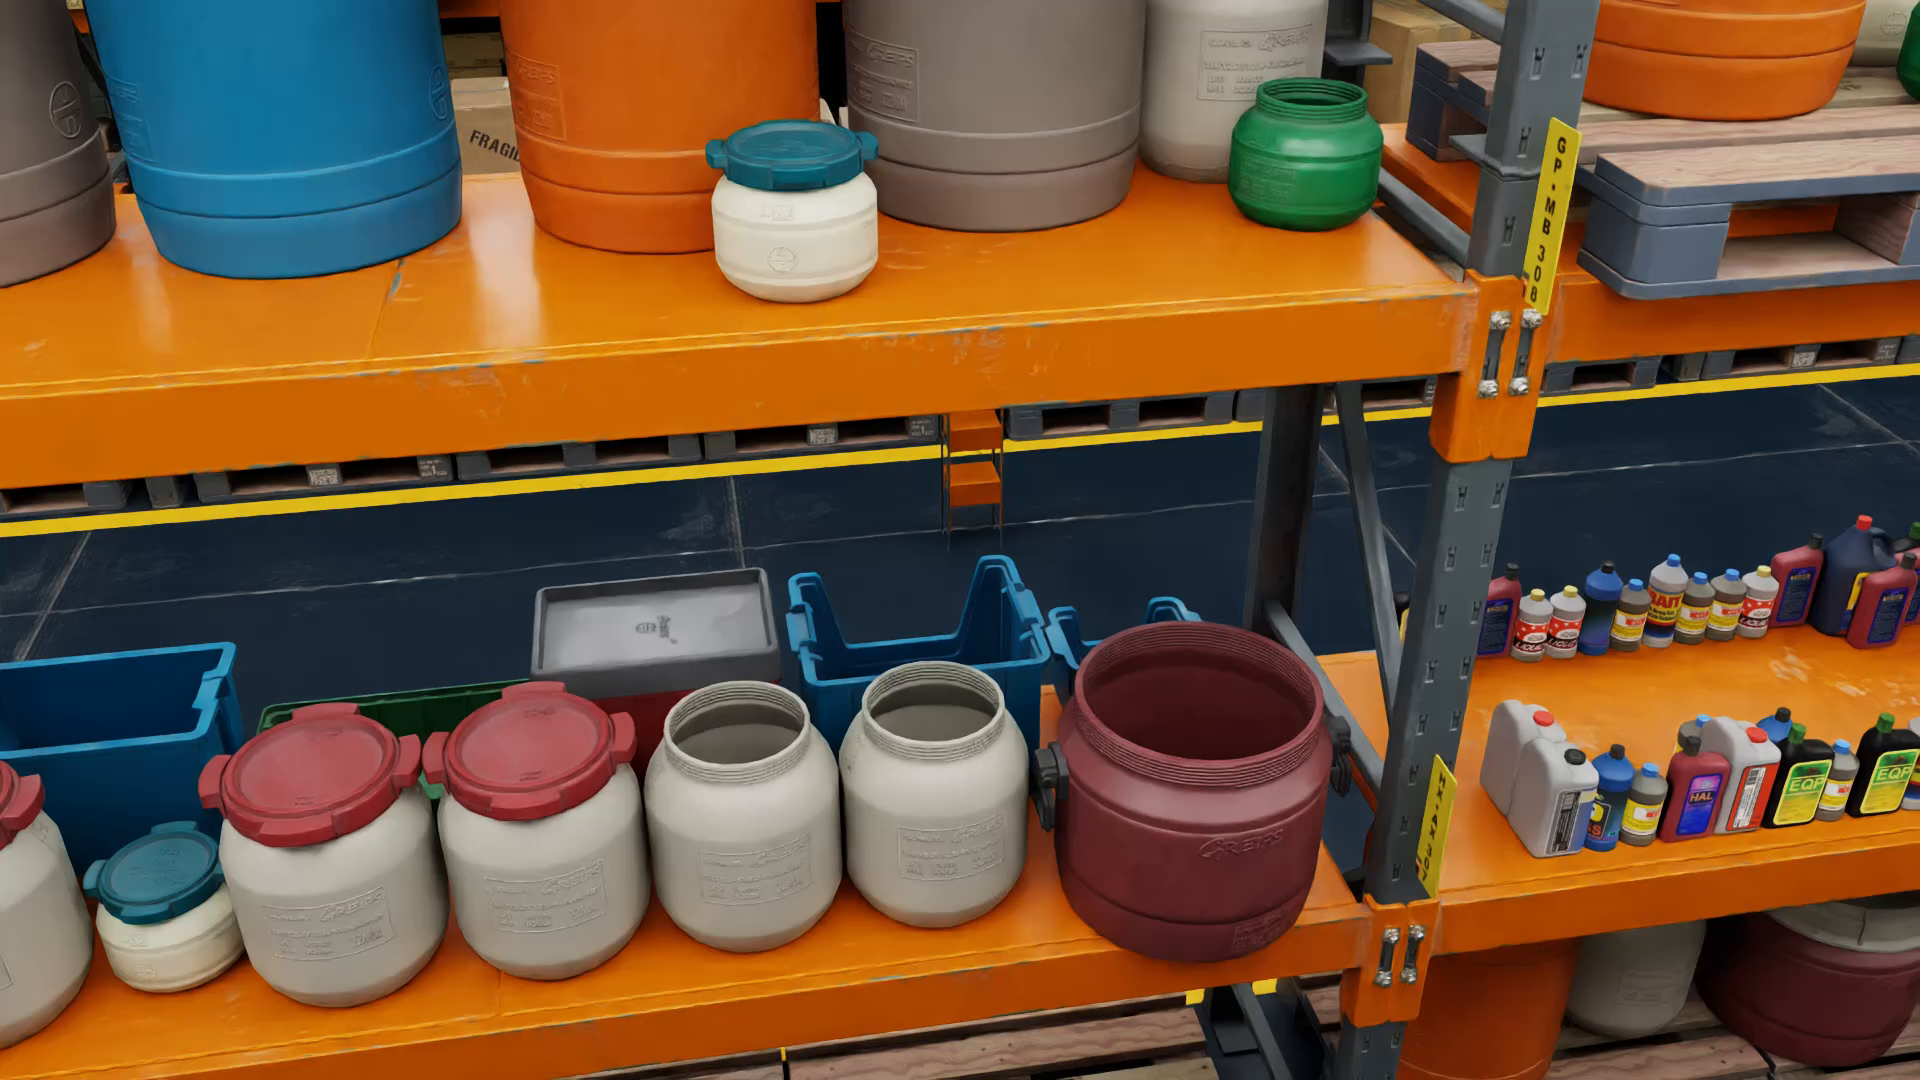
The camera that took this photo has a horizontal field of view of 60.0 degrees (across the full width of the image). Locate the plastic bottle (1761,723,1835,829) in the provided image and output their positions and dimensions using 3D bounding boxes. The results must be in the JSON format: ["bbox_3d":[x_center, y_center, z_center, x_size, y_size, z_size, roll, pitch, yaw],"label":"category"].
[{"bbox_3d":[1.995,0.556,3.960,0.133,0.283,0.061,-5,31,-9],"label":"plastic bottle"}]

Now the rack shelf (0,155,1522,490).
[{"bbox_3d":[-1.052,-0.385,3.195,4.000,0.370,1.077,-5,31,-9],"label":"rack shelf"}]

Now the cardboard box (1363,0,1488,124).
[{"bbox_3d":[2.235,-2.451,8.447,0.500,0.500,0.700,-13,33,-21],"label":"cardboard box"}]

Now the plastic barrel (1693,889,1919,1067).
[{"bbox_3d":[2.505,1.118,4.854,0.708,0.588,0.600,-5,31,-9],"label":"plastic barrel"}]

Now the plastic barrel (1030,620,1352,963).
[{"bbox_3d":[0.514,0.551,3.720,0.708,0.536,0.600,-5,31,-9],"label":"plastic barrel"}]

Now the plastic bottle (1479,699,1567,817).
[{"bbox_3d":[1.372,0.515,4.037,0.135,0.276,0.152,-5,31,-9],"label":"plastic bottle"}]

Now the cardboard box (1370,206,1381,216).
[{"bbox_3d":[1.965,-1.795,9.135,0.500,0.250,0.500,-6,31,-10],"label":"cardboard box"}]

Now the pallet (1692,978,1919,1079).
[{"bbox_3d":[2.881,1.415,5.135,1.213,0.211,1.003,-5,31,-9],"label":"pallet"}]

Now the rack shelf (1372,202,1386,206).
[{"bbox_3d":[1.995,-1.927,8.777,4.000,0.370,1.077,-5,31,-9],"label":"rack shelf"}]

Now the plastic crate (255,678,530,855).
[{"bbox_3d":[-1.357,0.573,4.026,0.662,0.188,0.450,-5,31,-9],"label":"plastic crate"}]

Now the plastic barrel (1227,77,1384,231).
[{"bbox_3d":[0.682,-0.762,3.281,0.294,0.245,0.294,0,30,0],"label":"plastic barrel"}]

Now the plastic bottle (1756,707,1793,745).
[{"bbox_3d":[1.963,0.523,4.028,0.097,0.271,0.097,0,30,0],"label":"plastic bottle"}]

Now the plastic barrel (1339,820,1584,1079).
[{"bbox_3d":[1.394,1.117,4.618,0.708,0.830,0.600,-5,31,-9],"label":"plastic barrel"}]

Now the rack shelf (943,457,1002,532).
[{"bbox_3d":[0.053,-0.209,7.638,0.240,0.259,0.215,-5,31,-9],"label":"rack shelf"}]

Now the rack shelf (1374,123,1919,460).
[{"bbox_3d":[2.883,-0.750,3.816,4.000,0.370,1.077,-5,31,-9],"label":"rack shelf"}]

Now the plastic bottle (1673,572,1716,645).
[{"bbox_3d":[2.059,0.185,4.672,0.097,0.201,0.097,0,30,0],"label":"plastic bottle"}]

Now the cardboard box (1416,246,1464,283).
[{"bbox_3d":[2.547,-1.257,8.961,0.500,0.500,0.500,-5,31,-8],"label":"cardboard box"}]

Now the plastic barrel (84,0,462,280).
[{"bbox_3d":[-1.271,-1.002,3.041,0.708,0.901,0.600,-5,31,-9],"label":"plastic barrel"}]

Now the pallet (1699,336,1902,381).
[{"bbox_3d":[4.638,-1.279,9.718,1.213,0.211,1.003,-5,31,-9],"label":"pallet"}]

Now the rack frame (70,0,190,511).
[{"bbox_3d":[-3.907,-1.689,7.663,0.127,3.000,1.000,-5,31,-9],"label":"rack frame"}]

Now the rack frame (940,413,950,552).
[{"bbox_3d":[-0.067,-0.446,7.473,0.008,1.050,0.200,-5,31,-9],"label":"rack frame"}]

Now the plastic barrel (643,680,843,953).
[{"bbox_3d":[-0.472,0.606,3.649,0.421,0.512,0.421,0,30,0],"label":"plastic barrel"}]

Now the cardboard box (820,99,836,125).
[{"bbox_3d":[-0.887,-2.031,8.332,0.500,0.311,0.500,-6,31,-10],"label":"cardboard box"}]

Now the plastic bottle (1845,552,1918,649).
[{"bbox_3d":[2.569,0.167,4.622,0.133,0.283,0.061,-5,31,-9],"label":"plastic bottle"}]

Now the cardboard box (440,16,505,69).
[{"bbox_3d":[-3.650,-3.711,12.395,0.500,0.250,0.500,-6,31,-10],"label":"cardboard box"}]

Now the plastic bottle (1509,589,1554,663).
[{"bbox_3d":[1.581,0.229,4.597,0.097,0.201,0.097,0,30,0],"label":"plastic bottle"}]

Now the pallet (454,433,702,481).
[{"bbox_3d":[-1.987,-0.687,8.710,1.213,0.211,1.003,-5,31,-9],"label":"pallet"}]

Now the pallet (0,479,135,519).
[{"bbox_3d":[-4.697,-0.435,8.282,1.213,0.211,1.003,-5,31,-9],"label":"pallet"}]

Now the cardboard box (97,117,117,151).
[{"bbox_3d":[-6.380,-2.983,12.243,0.250,0.149,0.380,-8,31,-13],"label":"cardboard box"}]

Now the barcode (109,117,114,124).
[{"bbox_3d":[-6.278,-3.113,12.353,0.075,0.075,0.001,-5,31,-9],"label":"barcode"}]

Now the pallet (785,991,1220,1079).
[{"bbox_3d":[0.147,1.669,4.703,1.213,0.211,1.003,-5,31,-9],"label":"pallet"}]

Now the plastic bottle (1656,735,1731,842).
[{"bbox_3d":[1.731,0.580,3.919,0.133,0.283,0.061,-5,31,-9],"label":"plastic bottle"}]

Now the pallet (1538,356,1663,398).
[{"bbox_3d":[3.169,-1.124,9.454,1.213,0.211,1.003,-5,31,-9],"label":"pallet"}]

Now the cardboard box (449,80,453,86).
[{"bbox_3d":[-2.631,-1.842,7.825,0.500,0.500,0.500,-3,31,-5],"label":"cardboard box"}]

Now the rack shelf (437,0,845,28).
[{"bbox_3d":[-2.836,-4.031,12.356,4.000,0.370,1.077,-5,31,-9],"label":"rack shelf"}]

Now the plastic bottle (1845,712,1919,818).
[{"bbox_3d":[2.222,0.535,3.996,0.133,0.283,0.061,-5,31,-9],"label":"plastic bottle"}]

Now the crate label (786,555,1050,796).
[{"bbox_3d":[-0.110,0.356,4.150,0.616,0.435,0.502,-5,31,-9],"label":"crate label"}]

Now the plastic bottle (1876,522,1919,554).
[{"bbox_3d":[2.674,0.083,4.765,0.133,0.283,0.061,-5,31,-9],"label":"plastic bottle"}]

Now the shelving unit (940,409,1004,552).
[{"bbox_3d":[0.053,-0.457,7.492,0.252,1.050,0.215,-5,31,-9],"label":"shelving unit"}]

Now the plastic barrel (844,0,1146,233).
[{"bbox_3d":[0.069,-1.127,3.253,0.600,0.901,0.600,0,30,0],"label":"plastic barrel"}]

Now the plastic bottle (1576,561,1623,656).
[{"bbox_3d":[1.772,0.181,4.609,0.097,0.271,0.097,0,30,0],"label":"plastic bottle"}]

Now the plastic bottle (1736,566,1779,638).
[{"bbox_3d":[2.251,0.167,4.703,0.097,0.201,0.097,0,30,0],"label":"plastic bottle"}]

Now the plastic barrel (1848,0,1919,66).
[{"bbox_3d":[1.944,-1.170,3.543,0.301,0.262,0.301,0,30,0],"label":"plastic barrel"}]

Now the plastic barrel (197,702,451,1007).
[{"bbox_3d":[-1.317,0.677,3.505,0.433,0.535,0.433,0,30,0],"label":"plastic barrel"}]

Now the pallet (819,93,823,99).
[{"bbox_3d":[-1.638,-3.251,13.071,1.213,0.211,1.003,-5,31,-9],"label":"pallet"}]

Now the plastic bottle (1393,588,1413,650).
[{"bbox_3d":[1.237,0.216,4.538,0.133,0.283,0.061,-5,31,-9],"label":"plastic bottle"}]

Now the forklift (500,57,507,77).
[{"bbox_3d":[-2.162,-2.988,9.940,1.130,2.935,3.031,-18,35,-28],"label":"forklift"}]

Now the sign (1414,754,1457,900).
[{"bbox_3d":[1.022,0.619,3.577,0.005,0.325,0.100,-5,31,-9],"label":"sign"}]

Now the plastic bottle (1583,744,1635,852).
[{"bbox_3d":[1.519,0.596,3.904,0.097,0.271,0.097,0,30,0],"label":"plastic bottle"}]

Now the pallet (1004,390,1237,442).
[{"bbox_3d":[0.768,-0.901,9.075,1.213,0.211,1.003,-5,31,-9],"label":"pallet"}]

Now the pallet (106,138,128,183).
[{"bbox_3d":[-6.660,-2.764,12.243,1.213,0.211,1.003,-5,31,-9],"label":"pallet"}]

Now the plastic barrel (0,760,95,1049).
[{"bbox_3d":[-2.038,0.744,3.391,0.433,0.535,0.433,0,30,0],"label":"plastic barrel"}]

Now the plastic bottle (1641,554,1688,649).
[{"bbox_3d":[1.964,0.164,4.639,0.097,0.271,0.097,0,30,0],"label":"plastic bottle"}]

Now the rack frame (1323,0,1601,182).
[{"bbox_3d":[0.916,-2.170,2.563,0.127,3.000,1.000,-5,31,-9],"label":"rack frame"}]
